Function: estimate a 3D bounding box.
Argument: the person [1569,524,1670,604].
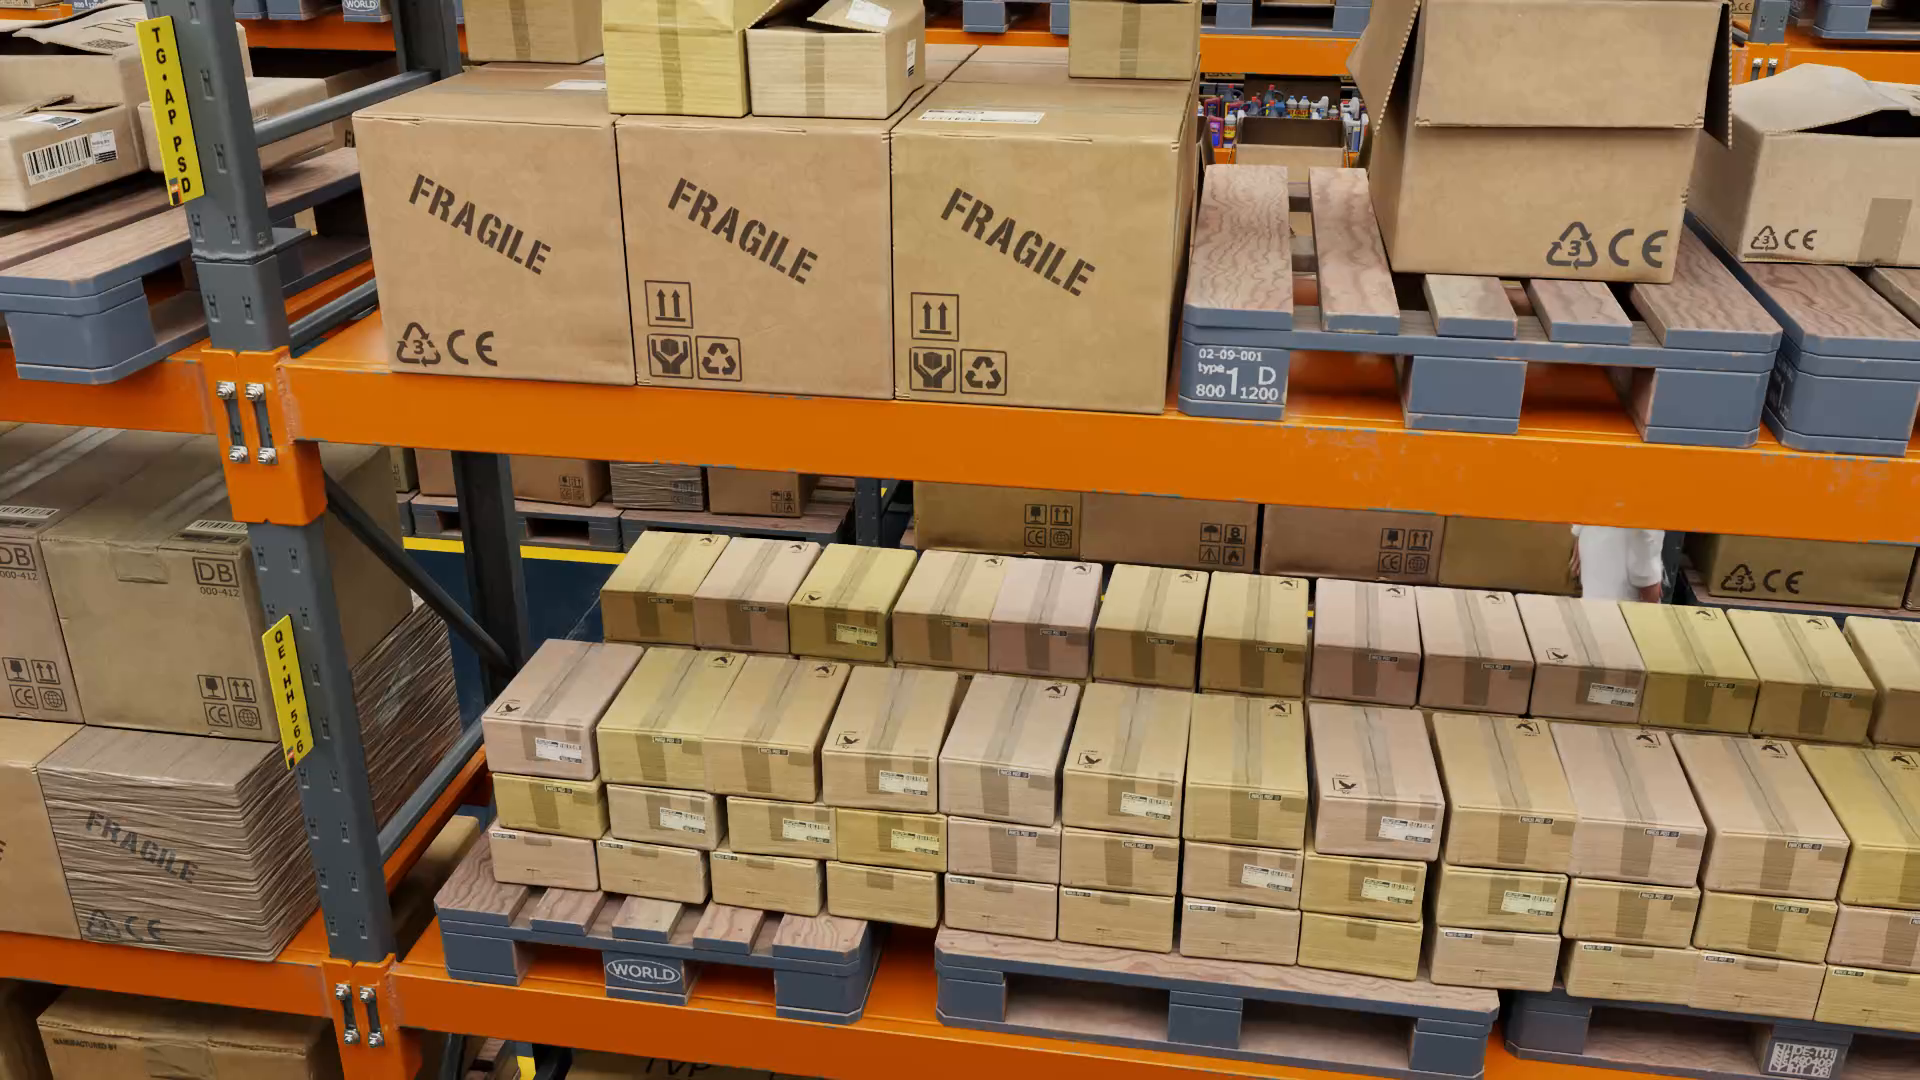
[{"bbox_3d":[2.693,0.109,6.967,0.872,1.654,0.597,3,25,7],"label":"person"}]
